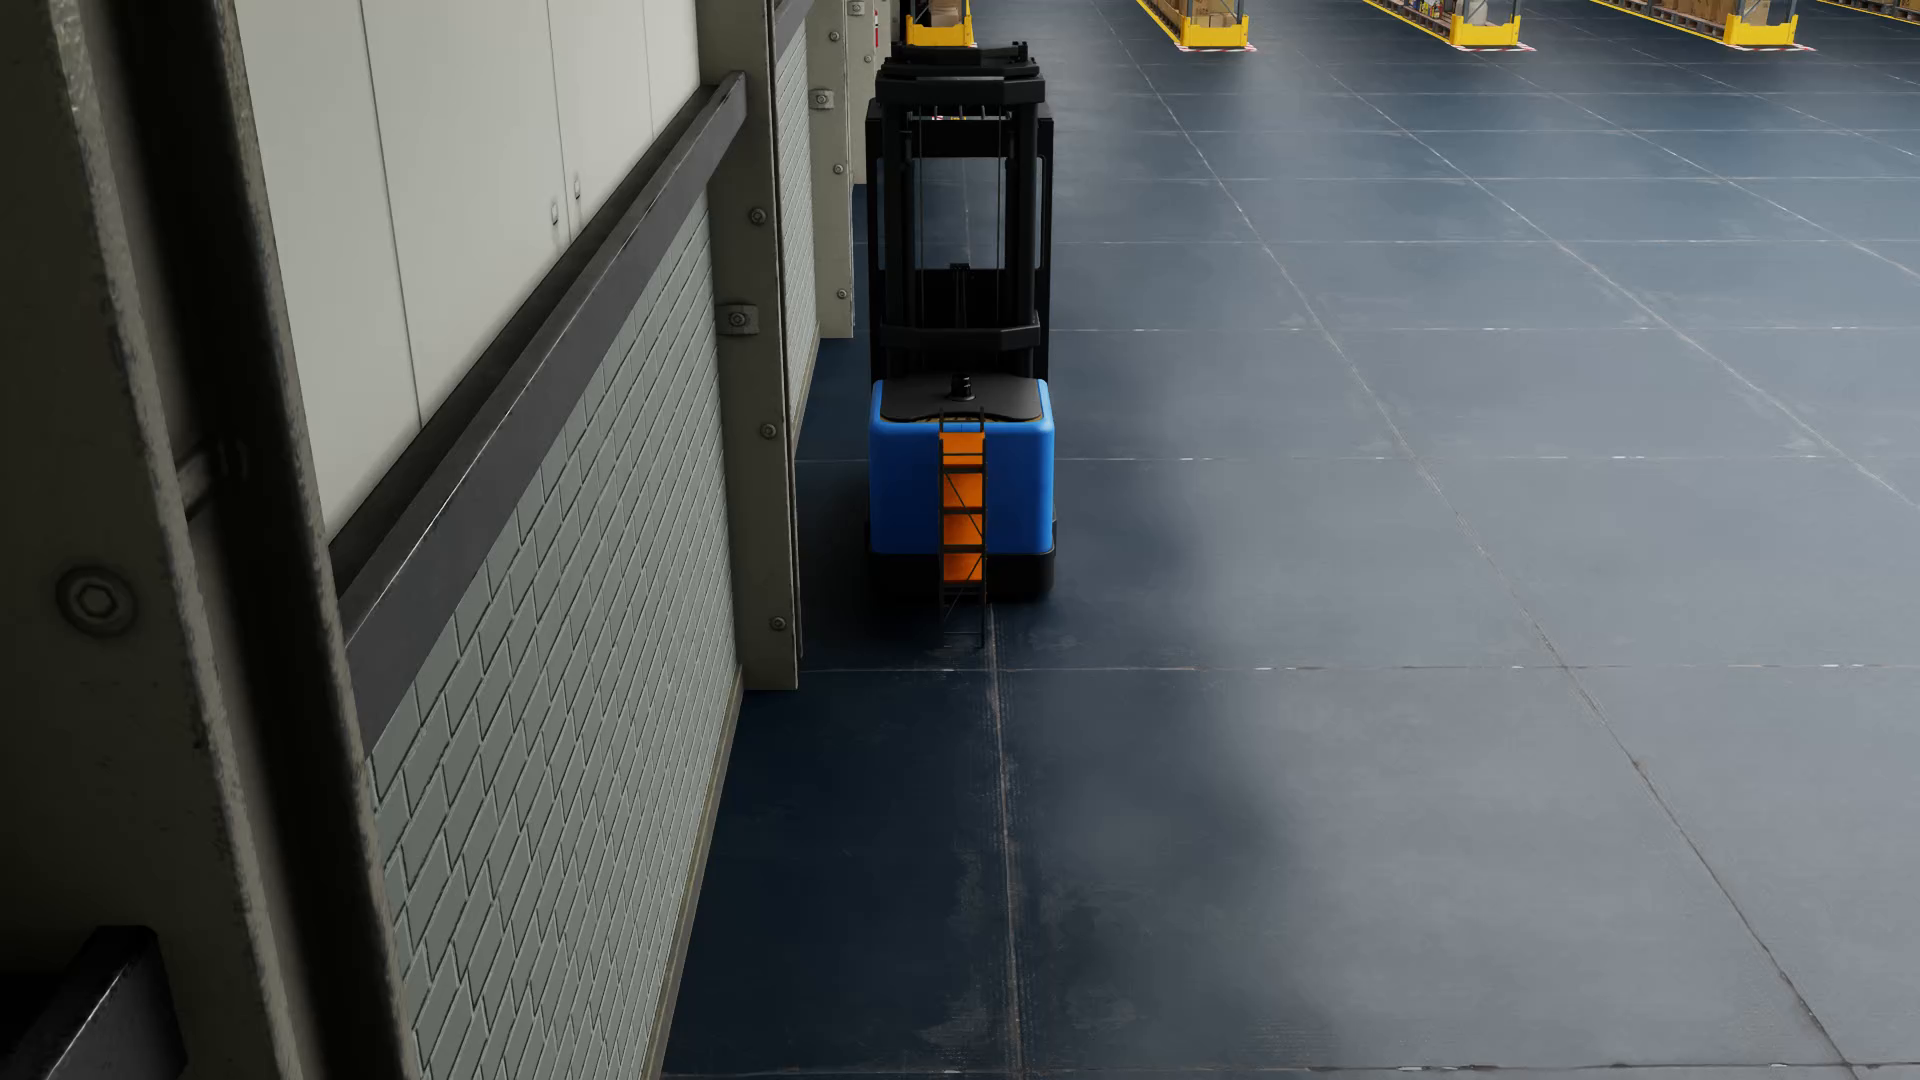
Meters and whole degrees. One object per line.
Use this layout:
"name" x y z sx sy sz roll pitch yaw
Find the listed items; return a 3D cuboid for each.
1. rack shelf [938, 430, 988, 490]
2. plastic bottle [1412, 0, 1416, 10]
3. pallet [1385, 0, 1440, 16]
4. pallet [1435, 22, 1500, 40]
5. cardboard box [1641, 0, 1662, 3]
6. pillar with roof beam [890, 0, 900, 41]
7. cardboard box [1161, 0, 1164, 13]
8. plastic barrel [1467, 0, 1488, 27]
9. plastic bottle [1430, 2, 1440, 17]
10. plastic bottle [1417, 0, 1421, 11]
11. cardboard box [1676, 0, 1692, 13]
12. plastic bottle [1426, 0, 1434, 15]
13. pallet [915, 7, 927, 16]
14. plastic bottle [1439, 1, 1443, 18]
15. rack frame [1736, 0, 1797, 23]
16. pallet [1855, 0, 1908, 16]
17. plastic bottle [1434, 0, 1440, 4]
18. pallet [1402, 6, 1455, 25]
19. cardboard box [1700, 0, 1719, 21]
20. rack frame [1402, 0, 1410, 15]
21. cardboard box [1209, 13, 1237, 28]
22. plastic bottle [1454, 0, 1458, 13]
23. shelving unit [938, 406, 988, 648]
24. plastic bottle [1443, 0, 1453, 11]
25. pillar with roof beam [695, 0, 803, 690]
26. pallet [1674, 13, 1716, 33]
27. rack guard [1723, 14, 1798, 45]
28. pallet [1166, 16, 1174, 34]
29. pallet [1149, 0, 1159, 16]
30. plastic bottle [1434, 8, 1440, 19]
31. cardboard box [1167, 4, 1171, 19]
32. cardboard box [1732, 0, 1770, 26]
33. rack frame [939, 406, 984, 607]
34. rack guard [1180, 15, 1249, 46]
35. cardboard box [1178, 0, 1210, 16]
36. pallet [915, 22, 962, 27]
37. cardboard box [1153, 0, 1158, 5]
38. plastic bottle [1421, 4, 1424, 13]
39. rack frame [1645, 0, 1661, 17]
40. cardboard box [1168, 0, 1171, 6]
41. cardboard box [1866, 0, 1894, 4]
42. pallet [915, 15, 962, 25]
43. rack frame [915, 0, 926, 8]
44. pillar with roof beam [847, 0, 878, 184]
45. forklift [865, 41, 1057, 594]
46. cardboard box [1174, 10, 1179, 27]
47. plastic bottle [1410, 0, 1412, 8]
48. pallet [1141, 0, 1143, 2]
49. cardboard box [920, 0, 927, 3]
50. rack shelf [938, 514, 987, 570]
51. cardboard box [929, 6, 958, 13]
"rack shelf" 0.012 -0.426 8.783 0.258 0.148 0.480 0 24 -1
"plastic bottle" 9.073 -10.670 32.973 0.152 0.276 0.135 1 24 1
"pallet" 9.430 -11.030 34.381 1.003 0.211 1.213 0 24 -1
"pallet" 9.470 -9.424 30.830 1.003 0.211 1.213 0 24 -1
"cardboard box" 14.445 -11.314 34.124 0.700 0.500 0.500 -2 24 -5
"pillar with roof beam" 3.047 -13.321 28.784 9.100 9.000 0.400 0 24 -1
"cardboard box" 4.227 -10.496 32.644 0.500 0.250 0.500 0 24 -1
"plastic barrel" 9.437 -9.657 30.472 0.421 0.512 0.421 0 24 0
"plastic bottle" 9.087 -10.147 31.816 0.152 0.276 0.135 0 24 0
"plastic bottle" 9.073 -10.558 32.635 0.144 0.351 0.185 -1 24 -3
"cardboard box" 14.408 -10.650 32.682 0.500 0.500 0.500 8 25 16
"plastic bottle" 9.080 -10.306 32.078 0.144 0.351 0.185 1 24 2
"pallet" -0.386 -10.385 32.956 1.003 0.211 1.213 0 24 -1
"plastic bottle" 9.194 -10.151 31.816 0.061 0.283 0.133 0 24 -1
"rack frame" 14.474 -10.351 29.496 1.000 3.000 0.127 0 24 -1
"pallet" 19.307 -11.027 34.374 1.003 0.211 1.213 0 24 -1
"plastic bottle" 9.226 -10.360 32.287 0.152 0.276 0.135 0 24 -1
"pallet" 9.443 -10.429 33.053 1.003 0.211 1.213 0 24 -1
"cardboard box" 14.455 -10.165 31.608 0.500 0.500 0.500 2 24 4
"rack frame" 9.477 -11.977 33.091 1.000 3.000 0.127 0 24 -1
"cardboard box" 4.784 -9.468 30.372 0.500 0.250 0.500 0 24 -1
"plastic bottle" 9.670 -10.396 32.357 0.061 0.283 0.133 0 24 -1
"shelving unit" 0.012 -0.068 8.945 0.258 1.200 0.503 0 24 -1
"plastic bottle" 9.627 -10.582 32.778 0.152 0.276 0.135 0 24 -1
"pillar with roof beam" 3.308 -3.432 6.918 9.100 9.000 0.400 0 24 -1
"pallet" 14.489 -9.948 31.989 1.003 0.211 1.213 0 24 -1
"rack guard" 14.473 -9.243 30.080 1.175 0.500 0.348 0 24 -1
"pallet" 4.507 -9.854 31.780 1.003 0.211 1.213 0 24 -1
"pallet" 4.477 -10.989 34.291 1.003 0.211 1.213 0 24 -1
"plastic bottle" 9.063 -10.009 31.601 0.097 0.201 0.097 0 24 0
"cardboard box" 4.238 -10.084 31.733 0.500 0.250 0.500 0 24 -1
"cardboard box" 14.484 -9.660 30.493 0.500 0.500 0.500 4 25 9
"rack frame" 0.009 -0.169 9.167 0.240 1.200 0.015 0 24 -1
"rack guard" 4.568 -9.159 29.894 1.175 0.500 0.348 0 24 -1
"cardboard box" 4.265 -9.808 30.212 0.500 0.500 0.500 0 24 -1
"pallet" -0.360 -9.380 30.732 1.003 0.211 1.213 0 24 -1
"cardboard box" 4.230 -11.064 33.900 0.500 0.250 0.500 0 24 -1
"plastic bottle" 9.053 -10.373 32.407 0.097 0.201 0.097 0 24 0
"rack frame" 14.430 -11.999 33.140 1.000 3.000 0.127 0 24 -1
"cardboard box" 4.235 -10.426 31.578 0.500 0.500 0.500 0 24 -1
"cardboard box" 19.294 -11.401 34.039 1.050 0.750 0.750 0 24 -1
"pallet" -0.370 -9.881 31.841 1.003 0.211 1.213 0 24 -1
"rack frame" -0.429 -11.932 32.992 1.000 3.000 0.127 0 24 -1
"pillar with roof beam" 3.178 -8.376 17.851 9.100 9.000 0.400 0 24 -1
"forklift" -0.006 -1.592 10.213 1.130 2.935 3.031 0 24 -1
"cardboard box" 4.249 -9.672 30.822 0.500 0.250 0.500 0 24 -1
"plastic bottle" 9.044 -10.727 33.190 0.097 0.201 0.097 0 24 0
"pallet" 4.451 -11.994 36.514 1.003 0.211 1.213 0 24 -1
"cardboard box" -0.454 -11.297 34.087 0.700 0.500 0.500 1 24 1
"rack shelf" 0.012 -0.007 8.973 0.258 0.148 0.480 0 24 -1
"cardboard box" -0.309 -9.780 30.962 0.500 0.311 0.500 2 24 4
